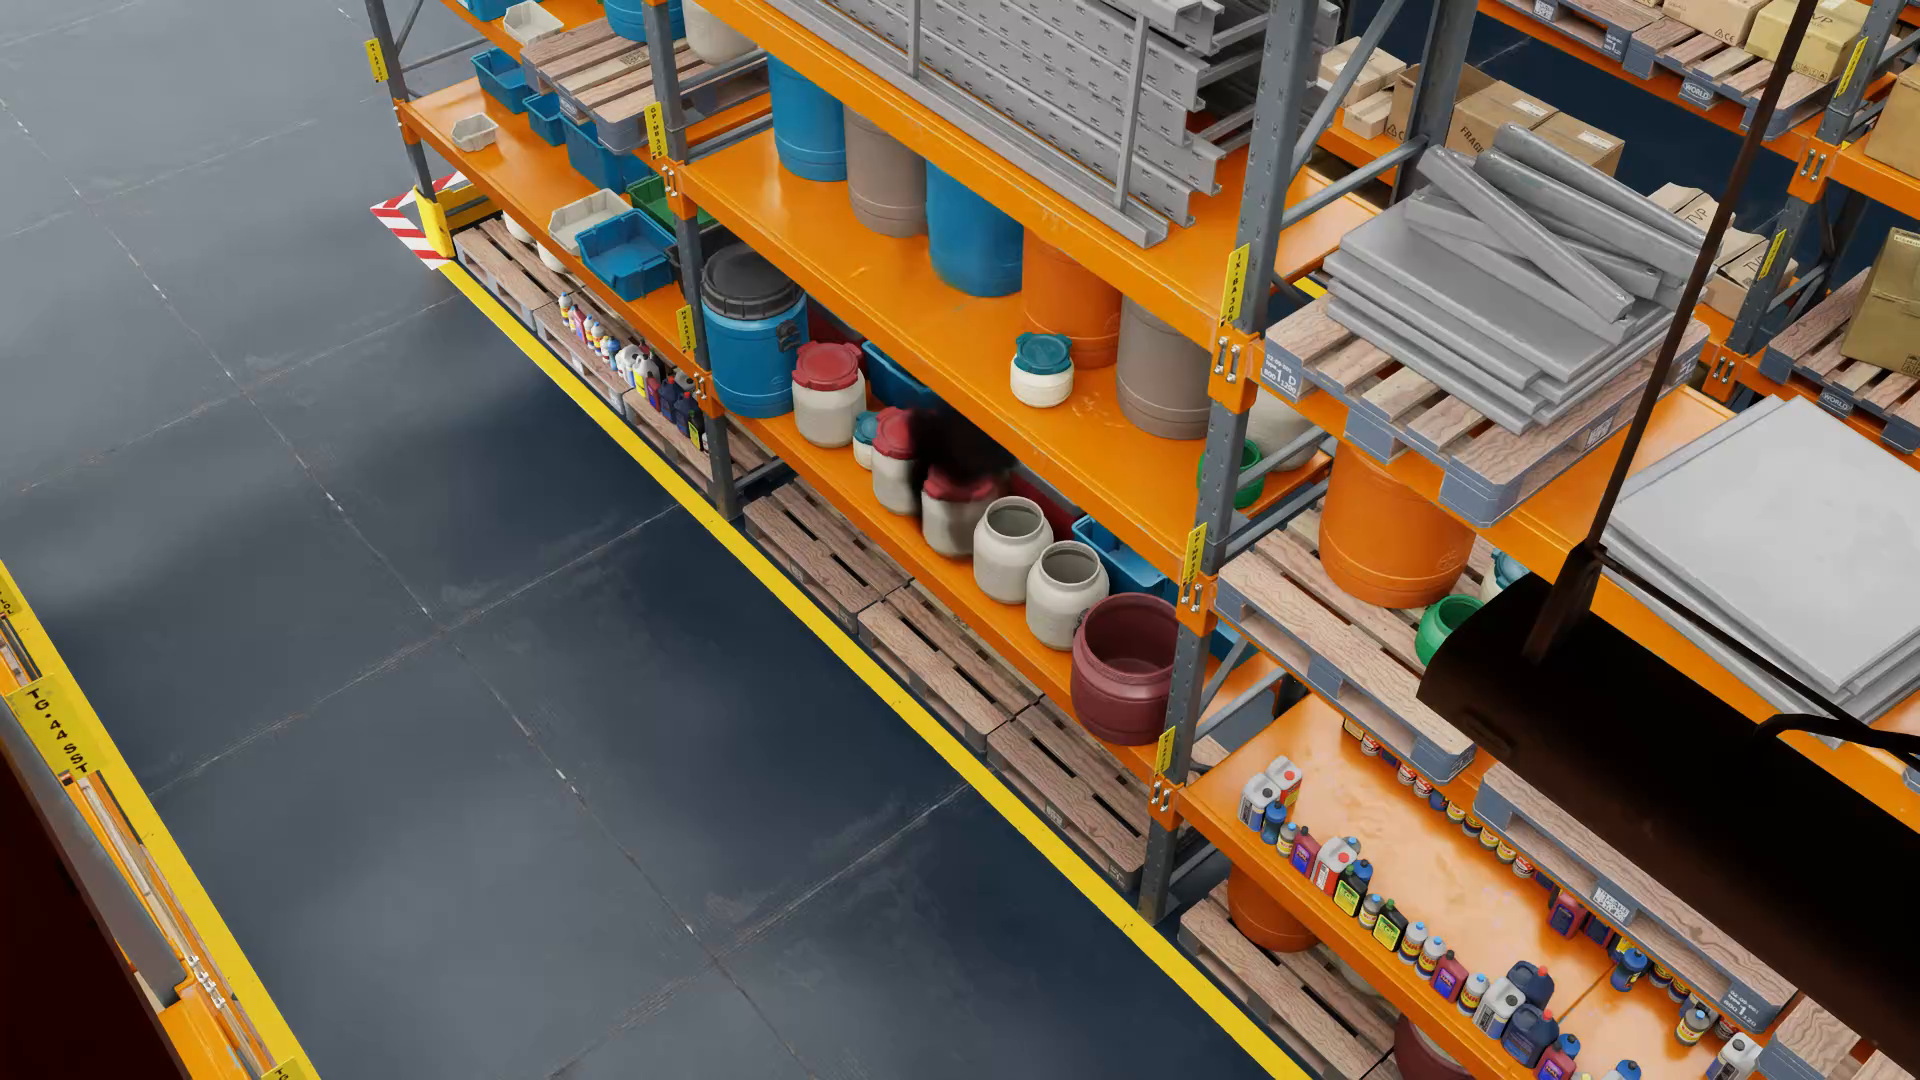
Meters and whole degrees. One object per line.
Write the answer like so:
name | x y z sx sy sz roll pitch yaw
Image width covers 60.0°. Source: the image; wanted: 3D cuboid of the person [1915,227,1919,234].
person | 7.370 -2.386 12.109 0.679 1.627 0.553 32 54 27
